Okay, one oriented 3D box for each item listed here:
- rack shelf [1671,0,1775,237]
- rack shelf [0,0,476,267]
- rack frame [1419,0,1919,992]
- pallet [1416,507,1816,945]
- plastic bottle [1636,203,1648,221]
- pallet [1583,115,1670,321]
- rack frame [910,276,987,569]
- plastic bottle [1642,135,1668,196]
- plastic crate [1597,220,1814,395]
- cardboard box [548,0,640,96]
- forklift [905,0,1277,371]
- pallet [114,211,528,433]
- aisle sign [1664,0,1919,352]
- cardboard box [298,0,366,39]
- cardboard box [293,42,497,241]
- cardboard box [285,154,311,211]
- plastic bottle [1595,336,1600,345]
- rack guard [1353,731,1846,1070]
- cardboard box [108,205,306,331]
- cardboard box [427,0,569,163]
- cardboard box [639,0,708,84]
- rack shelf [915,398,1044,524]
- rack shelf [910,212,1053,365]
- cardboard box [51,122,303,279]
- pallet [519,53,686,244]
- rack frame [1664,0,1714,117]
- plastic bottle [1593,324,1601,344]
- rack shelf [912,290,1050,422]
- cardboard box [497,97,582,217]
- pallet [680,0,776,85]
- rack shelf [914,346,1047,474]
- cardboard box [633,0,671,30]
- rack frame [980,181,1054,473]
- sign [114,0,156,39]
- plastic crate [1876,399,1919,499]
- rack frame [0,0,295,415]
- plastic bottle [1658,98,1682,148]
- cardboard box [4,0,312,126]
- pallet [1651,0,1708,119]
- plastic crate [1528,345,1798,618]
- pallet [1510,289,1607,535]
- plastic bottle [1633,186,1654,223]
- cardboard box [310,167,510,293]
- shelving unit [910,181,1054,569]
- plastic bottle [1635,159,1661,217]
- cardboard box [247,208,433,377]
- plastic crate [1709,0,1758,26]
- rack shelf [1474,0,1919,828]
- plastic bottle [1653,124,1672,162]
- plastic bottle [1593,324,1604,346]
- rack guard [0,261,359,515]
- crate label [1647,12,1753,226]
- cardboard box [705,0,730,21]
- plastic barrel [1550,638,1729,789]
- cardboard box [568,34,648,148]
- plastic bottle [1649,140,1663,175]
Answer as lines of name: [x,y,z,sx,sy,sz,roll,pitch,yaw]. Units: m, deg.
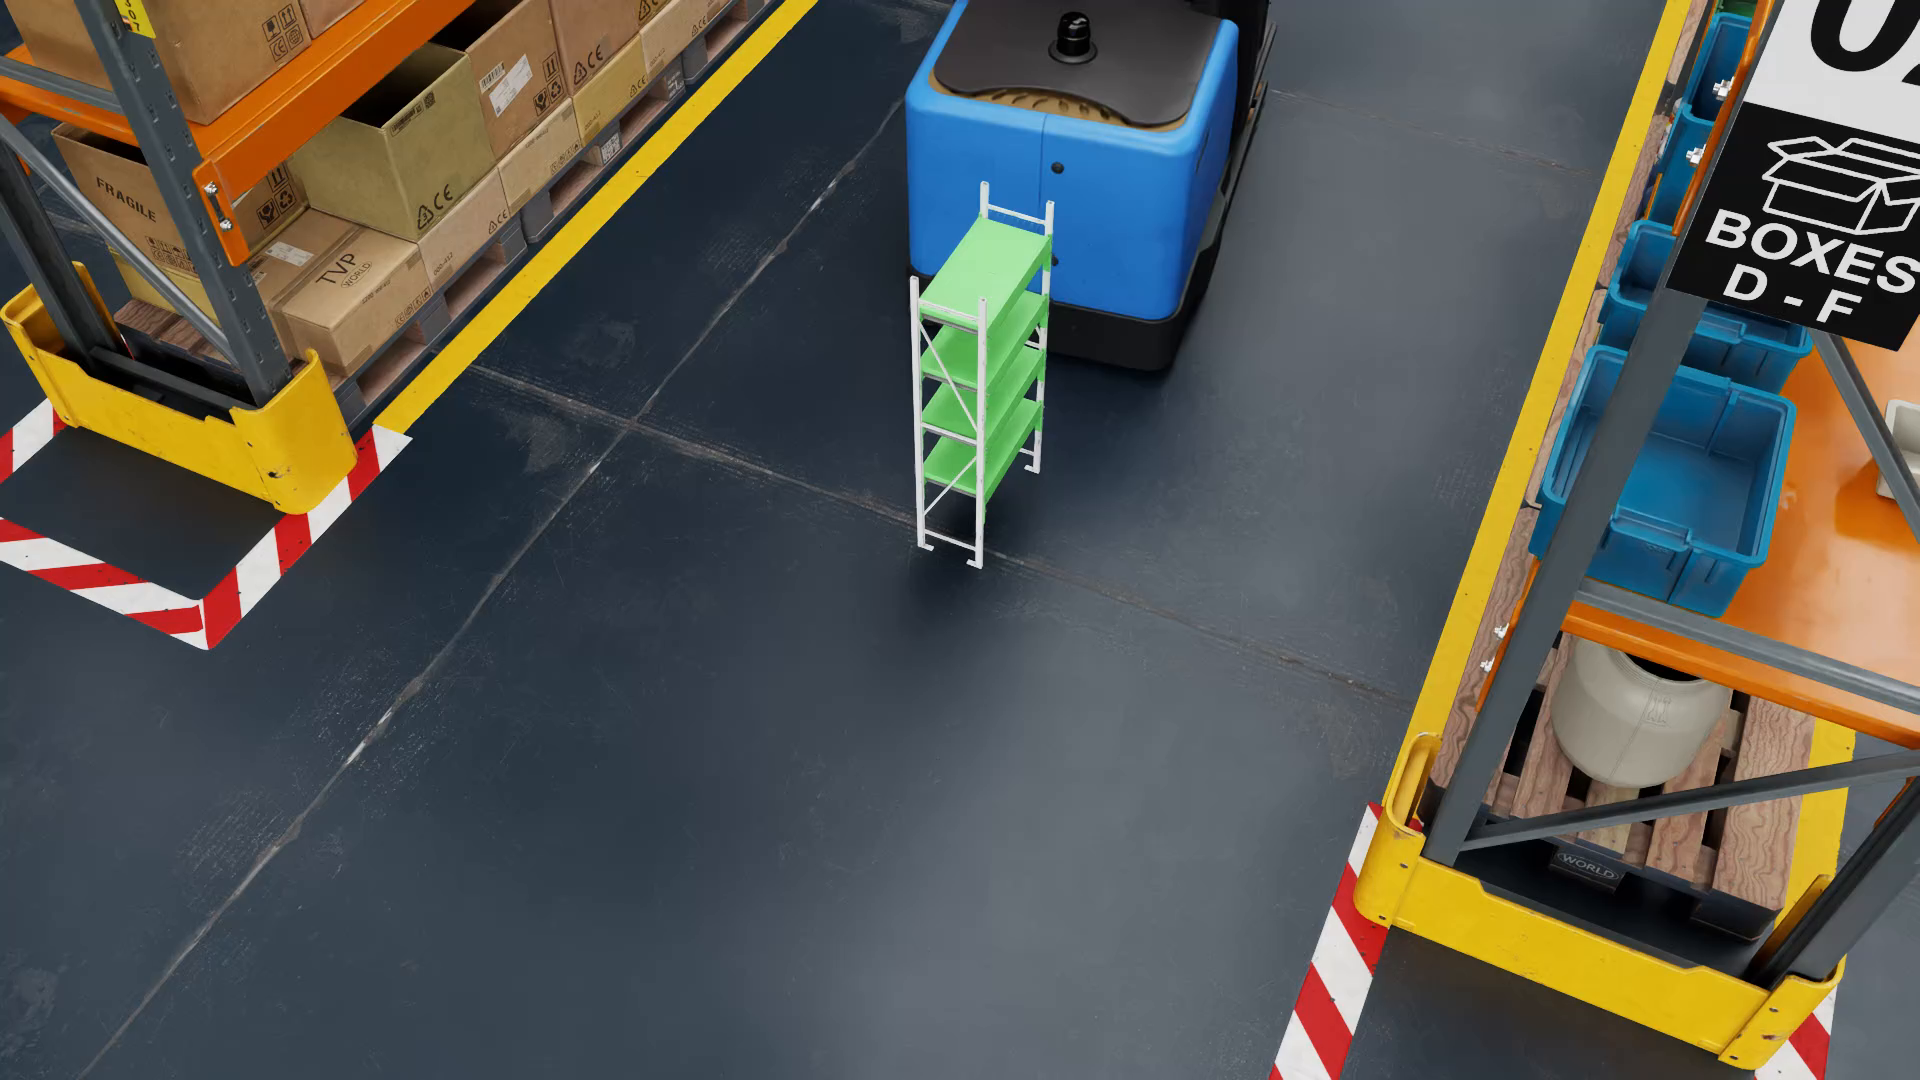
rack shelf: [2.592,-1.871,3.875,1.077,0.370,4.000,20,52,16]
rack shelf: [-1.885,-2.513,6.391,1.077,0.370,4.000,20,52,16]
rack frame: [1.738,0.245,3.572,1.000,3.000,0.127,20,52,16]
pallet: [2.080,0.524,5.166,1.003,0.211,1.213,20,52,16]
plastic bottle: [2.538,-1.120,6.229,0.061,0.283,0.133,22,53,18]
pallet: [3.122,-1.157,6.596,1.003,0.211,1.213,20,52,16]
rack frame: [-0.034,-0.335,5.247,0.240,1.200,0.015,20,52,16]
plastic bottle: [2.801,-1.461,6.523,0.152,0.276,0.135,22,53,17]
plastic crate: [1.964,-0.594,4.383,0.499,0.251,0.408,20,52,16]
cardboard box: [-1.665,-2.186,6.678,0.500,0.500,0.500,20,52,16]
forklift: [0.716,-2.733,6.151,1.130,2.935,3.031,13,51,11]
pallet: [-2.450,-1.006,6.467,1.003,0.211,1.213,20,52,16]
aisle sign: [1.439,-0.644,2.622,0.394,0.787,0.004,20,52,16]
cardboard box: [-2.308,-2.082,5.486,0.700,0.500,0.500,21,53,17]
cardboard box: [-2.097,-1.499,6.093,0.500,0.500,0.500,20,52,16]
cardboard box: [-2.574,-1.428,6.525,0.500,0.250,0.500,20,52,16]
plastic bottle: [2.259,-0.587,5.779,0.152,0.276,0.135,20,53,16]
rack guard: [1.728,0.988,4.581,1.175,0.500,0.348,20,52,16]
cardboard box: [-2.777,-1.079,6.229,0.500,0.250,0.500,20,52,16]
cardboard box: [-1.895,-1.847,6.390,0.500,0.500,0.500,20,52,16]
cardboard box: [-1.453,-2.288,7.257,0.500,0.250,0.500,20,52,16]
rack shelf: [0.071,-0.306,5.621,0.258,0.148,0.480,20,52,16]
rack shelf: [0.071,-0.772,5.073,0.258,0.148,0.480,20,52,16]
cardboard box: [-2.779,-1.323,5.944,0.500,0.500,0.500,20,52,16]
pallet: [-1.928,-1.843,7.179,1.003,0.211,1.213,20,52,16]
rack frame: [3.447,-2.509,5.915,1.000,3.000,0.127,20,52,16]
plastic bottle: [2.385,-0.822,5.930,0.144,0.351,0.185,22,53,18]
rack shelf: [0.071,-0.617,5.256,0.258,0.148,0.480,20,52,16]
cardboard box: [-1.884,-1.601,6.672,0.500,0.250,0.500,20,52,16]
pallet: [-1.408,-2.686,7.897,1.003,0.211,1.213,20,52,16]
rack shelf: [0.071,-0.461,5.439,0.258,0.148,0.480,20,52,16]
cardboard box: [-1.465,-2.535,6.975,0.500,0.500,0.500,20,52,16]
rack frame: [0.175,-0.671,5.533,0.240,1.200,0.015,20,52,16]
sign: [-2.240,-1.490,4.428,0.100,0.325,0.005,20,52,16]
plastic crate: [2.411,-0.181,4.107,0.298,0.136,0.250,20,52,16]
rack frame: [-2.739,-1.369,4.945,1.000,3.000,0.127,20,52,16]
plastic bottle: [2.914,-1.691,6.722,0.097,0.271,0.097,0,50,0]
cardboard box: [-2.528,-1.719,5.177,0.700,0.500,0.500,20,52,16]
pallet: [3.747,-2.159,7.448,1.003,0.211,1.213,20,52,16]
plastic crate: [1.681,-0.149,4.004,0.499,0.251,0.616,20,52,16]
pallet: [2.602,-0.313,5.878,1.003,0.211,1.213,20,52,16]
plastic bottle: [2.646,-1.242,6.288,0.144,0.351,0.185,18,52,15]
cardboard box: [-2.098,-1.256,6.379,0.500,0.250,0.500,20,52,16]
shelving unit: [0.071,-0.503,5.390,0.258,1.200,0.503,20,52,16]
plastic bottle: [2.727,-1.372,6.399,0.144,0.351,0.185,21,53,17]
cardboard box: [-2.309,-0.911,6.085,0.500,0.250,0.500,20,52,16]
plastic crate: [2.612,-1.598,5.279,0.450,0.188,0.662,20,52,16]
rack shelf: [2.592,-0.899,5.018,1.077,0.370,4.000,20,52,16]
plastic bottle: [2.871,-1.598,6.689,0.097,0.201,0.097,0,50,0]
plastic bottle: [2.318,-0.682,5.860,0.152,0.276,0.135,18,52,15]
rack guard: [-2.749,-0.542,5.883,1.175,0.500,0.348,20,52,16]
crate label: [2.280,-1.122,4.712,0.502,0.435,0.616,20,52,16]
cardboard box: [-1.253,-2.637,7.554,0.500,0.250,0.500,20,52,16]
plastic barrel: [1.950,0.437,4.766,0.421,0.512,0.421,0,50,0]
cardboard box: [-1.666,-1.943,6.964,0.500,0.250,0.500,20,52,16]
plastic bottle: [2.828,-1.528,6.629,0.097,0.201,0.097,0,50,0]
